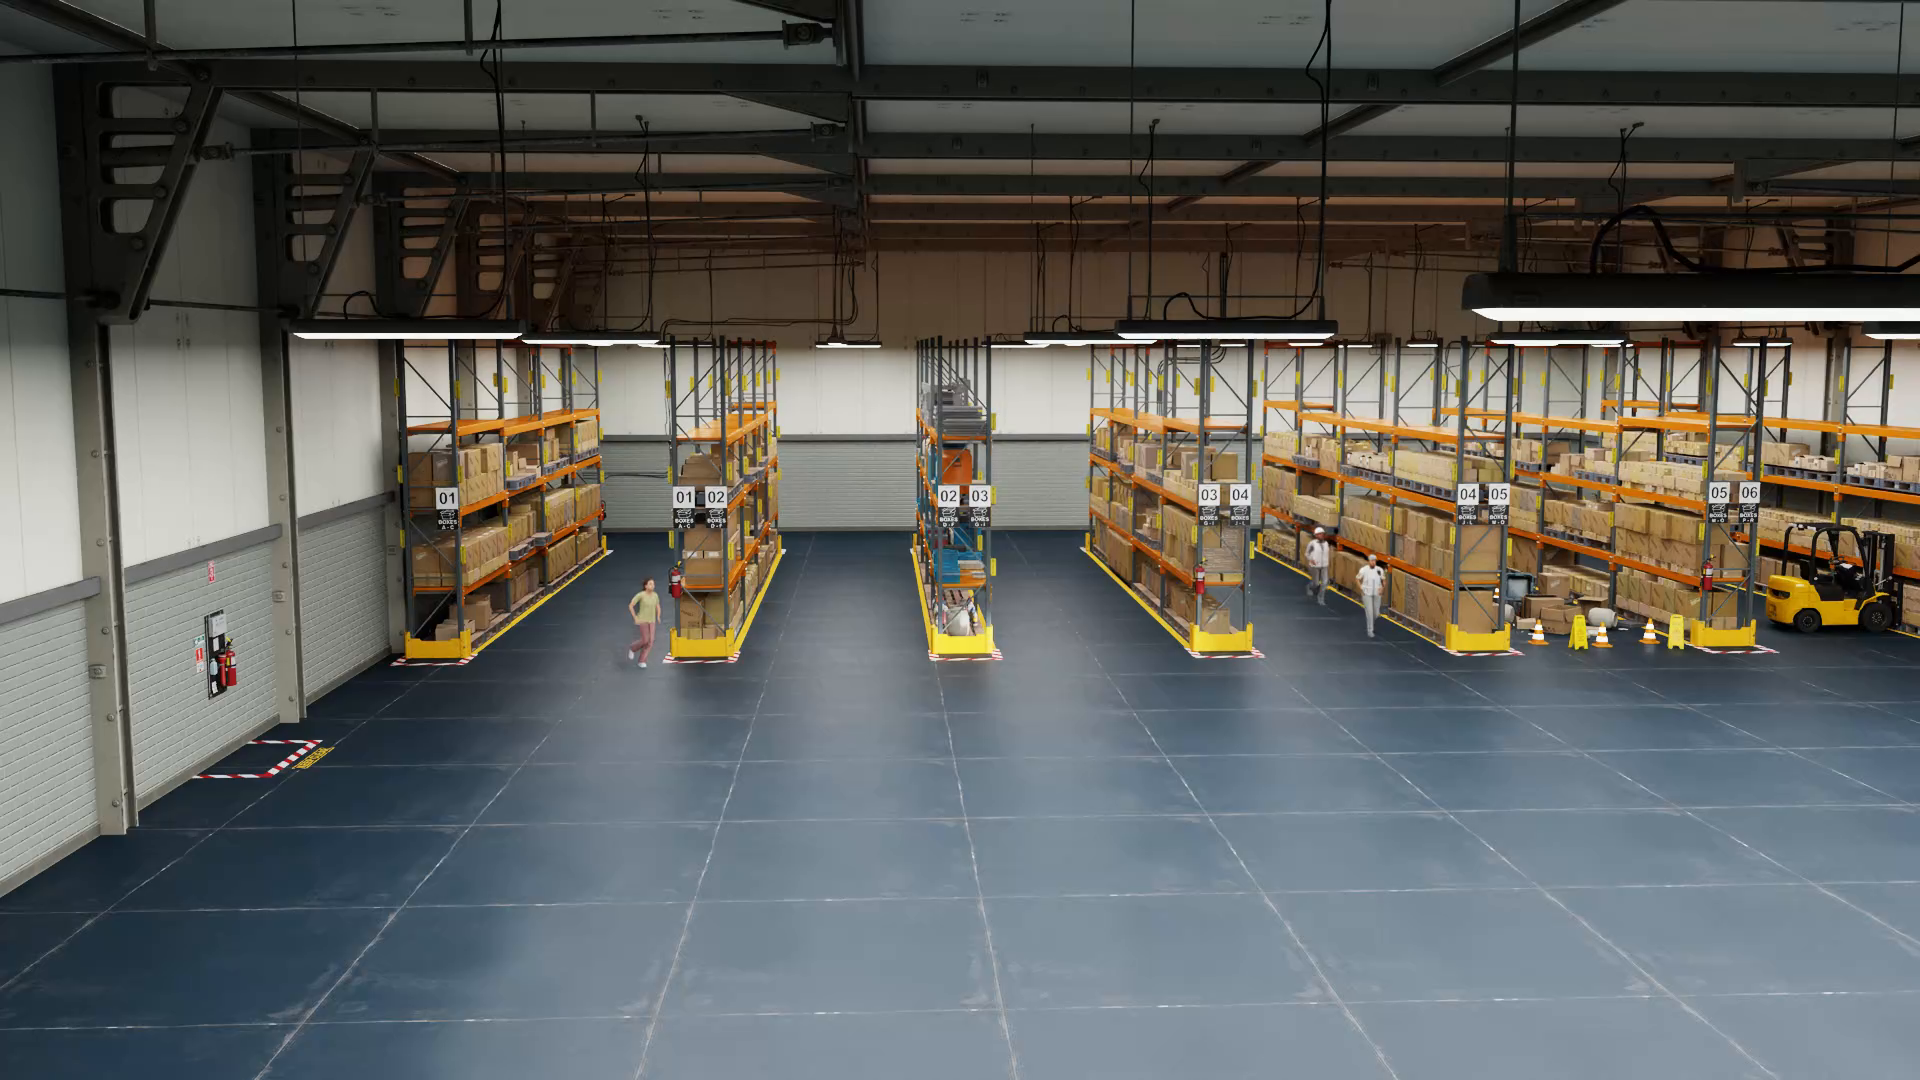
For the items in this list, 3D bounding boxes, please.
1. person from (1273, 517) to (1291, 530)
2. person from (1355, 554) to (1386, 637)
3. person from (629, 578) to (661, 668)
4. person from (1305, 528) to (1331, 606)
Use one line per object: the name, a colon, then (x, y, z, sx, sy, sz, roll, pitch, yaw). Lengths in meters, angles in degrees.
person: (9.584, -0.709, 49.233, 0.761, 1.785, 0.673, -6, 9, -44)
person: (8.317, 1.106, 33.665, 0.617, 1.652, 0.709, 0, 6, 0)
person: (-5.693, 1.488, 30.311, 0.614, 1.596, 0.599, -6, 9, -41)
person: (8.144, 0.584, 37.787, 0.663, 1.750, 0.756, -1, 7, -12)
